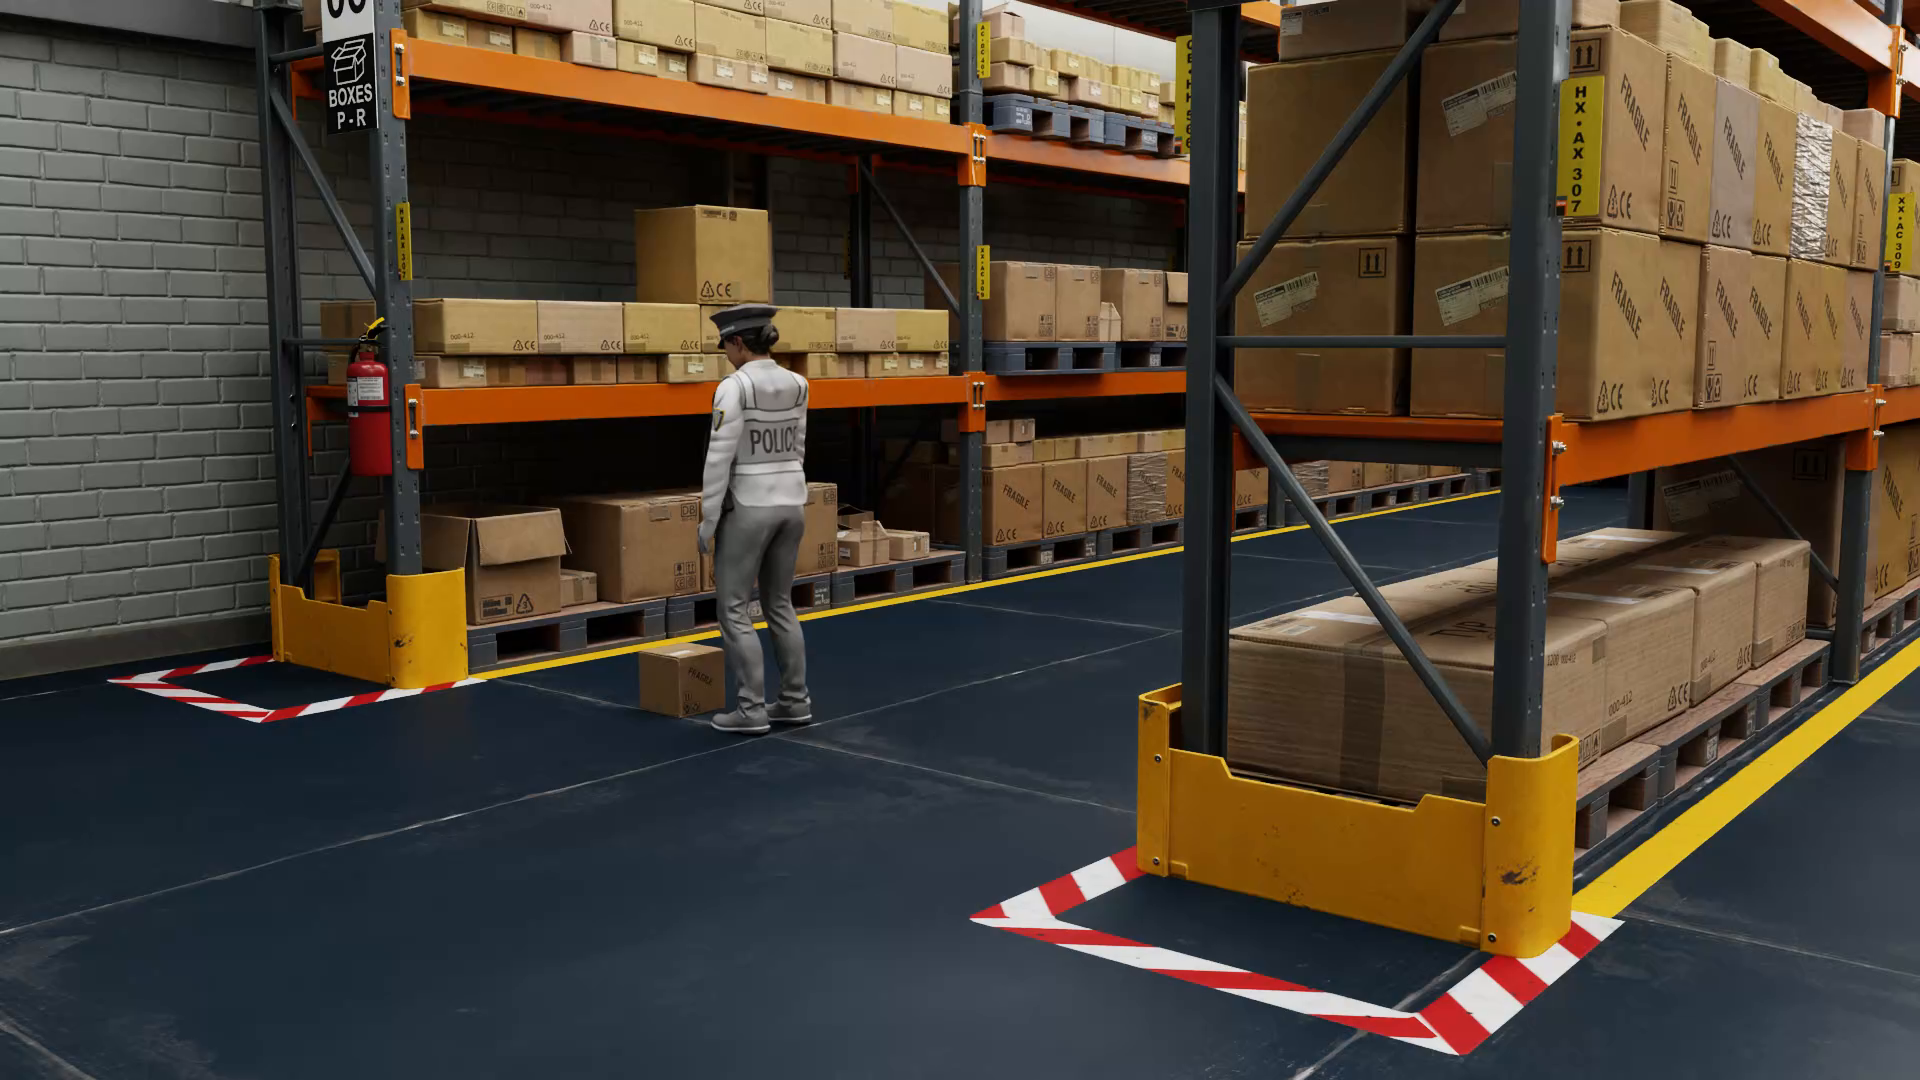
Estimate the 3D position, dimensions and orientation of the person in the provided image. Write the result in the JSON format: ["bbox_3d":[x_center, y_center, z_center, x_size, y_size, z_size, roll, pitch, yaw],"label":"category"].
[{"bbox_3d":[-0.797,-0.079,6.461,0.338,1.659,0.476,6,9,40],"label":"person"}]
